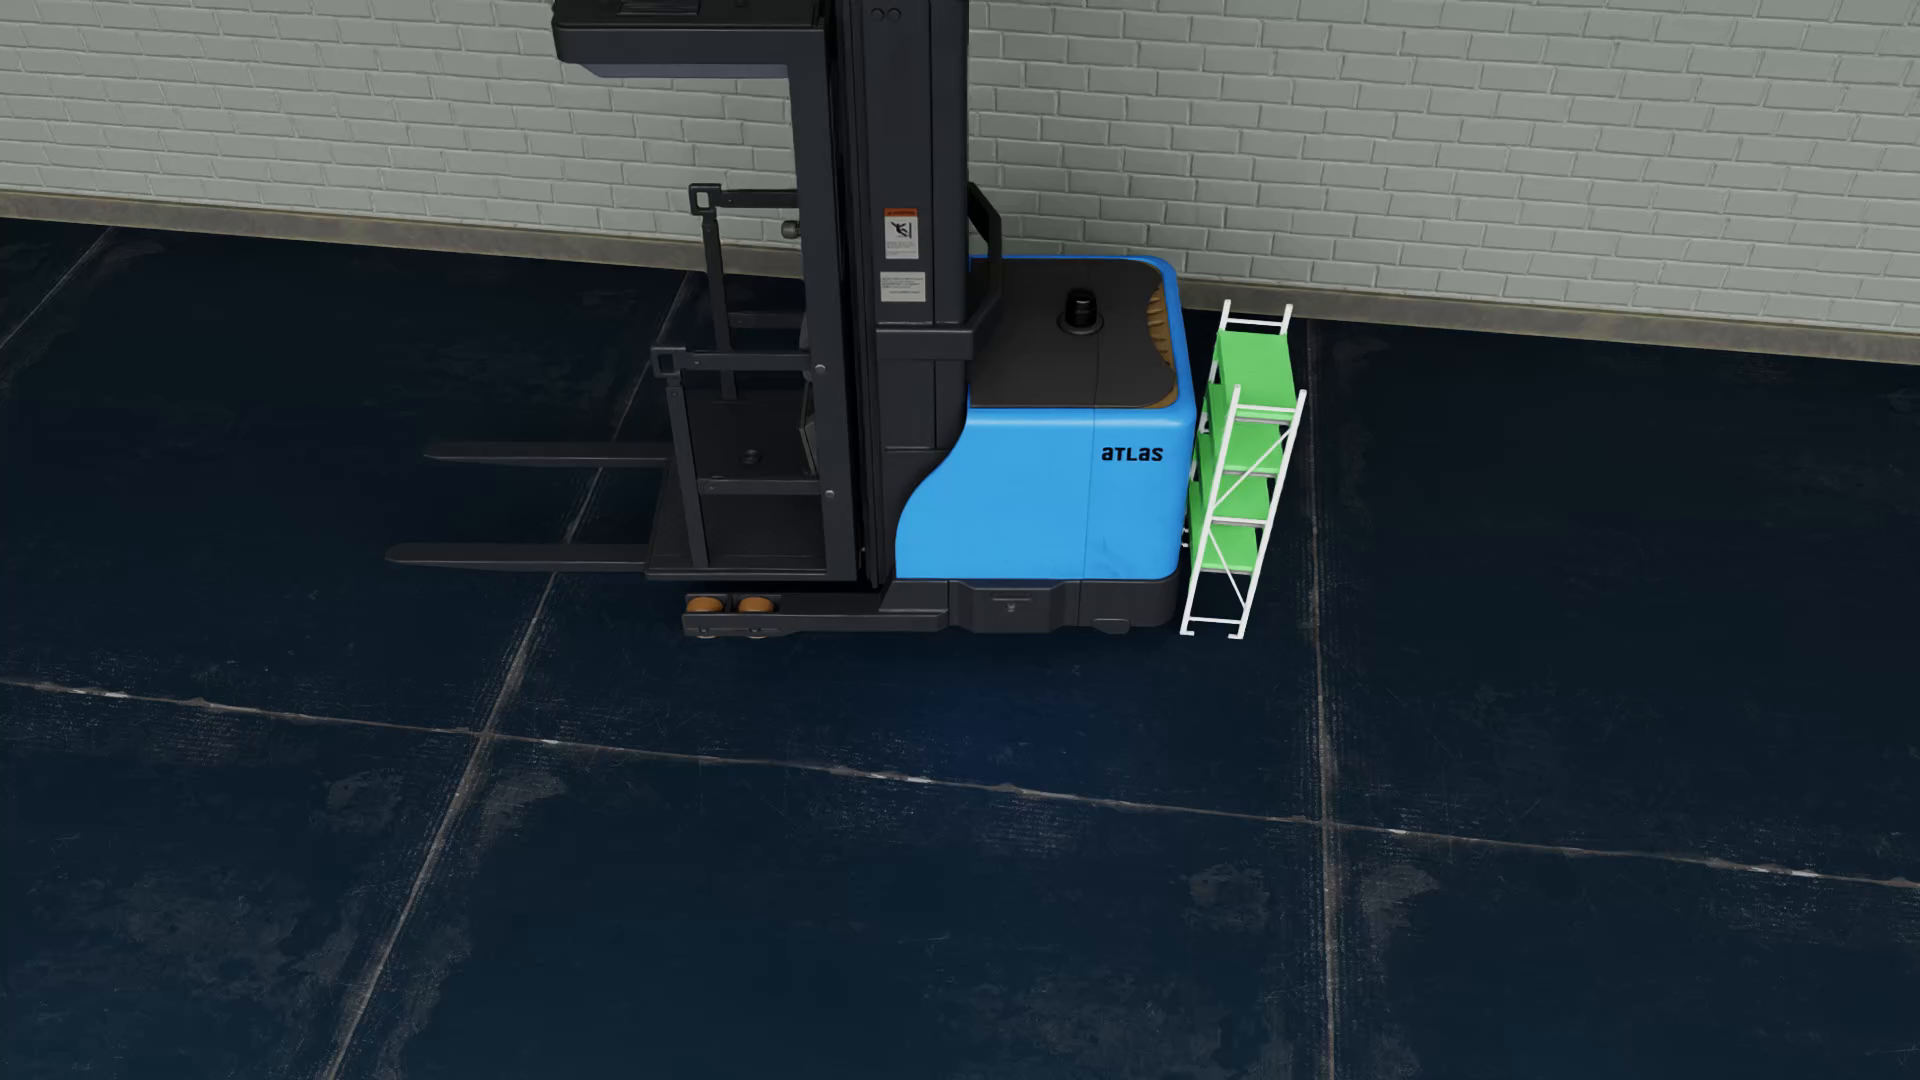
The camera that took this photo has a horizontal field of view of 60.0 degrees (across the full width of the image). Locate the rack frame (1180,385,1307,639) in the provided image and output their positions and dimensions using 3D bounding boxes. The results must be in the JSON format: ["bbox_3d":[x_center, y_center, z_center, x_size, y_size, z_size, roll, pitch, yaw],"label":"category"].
[{"bbox_3d":[0.996,-0.070,5.940,0.240,1.200,0.015,4,44,0],"label":"rack frame"}]

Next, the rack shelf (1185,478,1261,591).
[{"bbox_3d":[0.989,-0.018,6.326,0.258,0.148,0.480,4,44,0],"label":"rack shelf"}]

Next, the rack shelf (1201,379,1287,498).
[{"bbox_3d":[1.019,-0.364,5.995,0.258,0.148,0.480,4,44,0],"label":"rack shelf"}]

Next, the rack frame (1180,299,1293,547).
[{"bbox_3d":[1.020,-0.405,6.294,0.240,1.200,0.015,4,44,0],"label":"rack frame"}]

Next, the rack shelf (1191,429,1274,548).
[{"bbox_3d":[1.004,-0.191,6.161,0.258,0.148,0.480,4,44,0],"label":"rack shelf"}]

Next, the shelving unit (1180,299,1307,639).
[{"bbox_3d":[1.008,-0.237,6.117,0.258,1.200,0.503,4,44,0],"label":"shelving unit"}]

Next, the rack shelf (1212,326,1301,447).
[{"bbox_3d":[1.033,-0.538,5.830,0.258,0.148,0.480,4,44,0],"label":"rack shelf"}]

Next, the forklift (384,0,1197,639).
[{"bbox_3d":[-0.684,-1.052,5.729,3.031,2.935,1.130,0,43,0],"label":"forklift"}]
